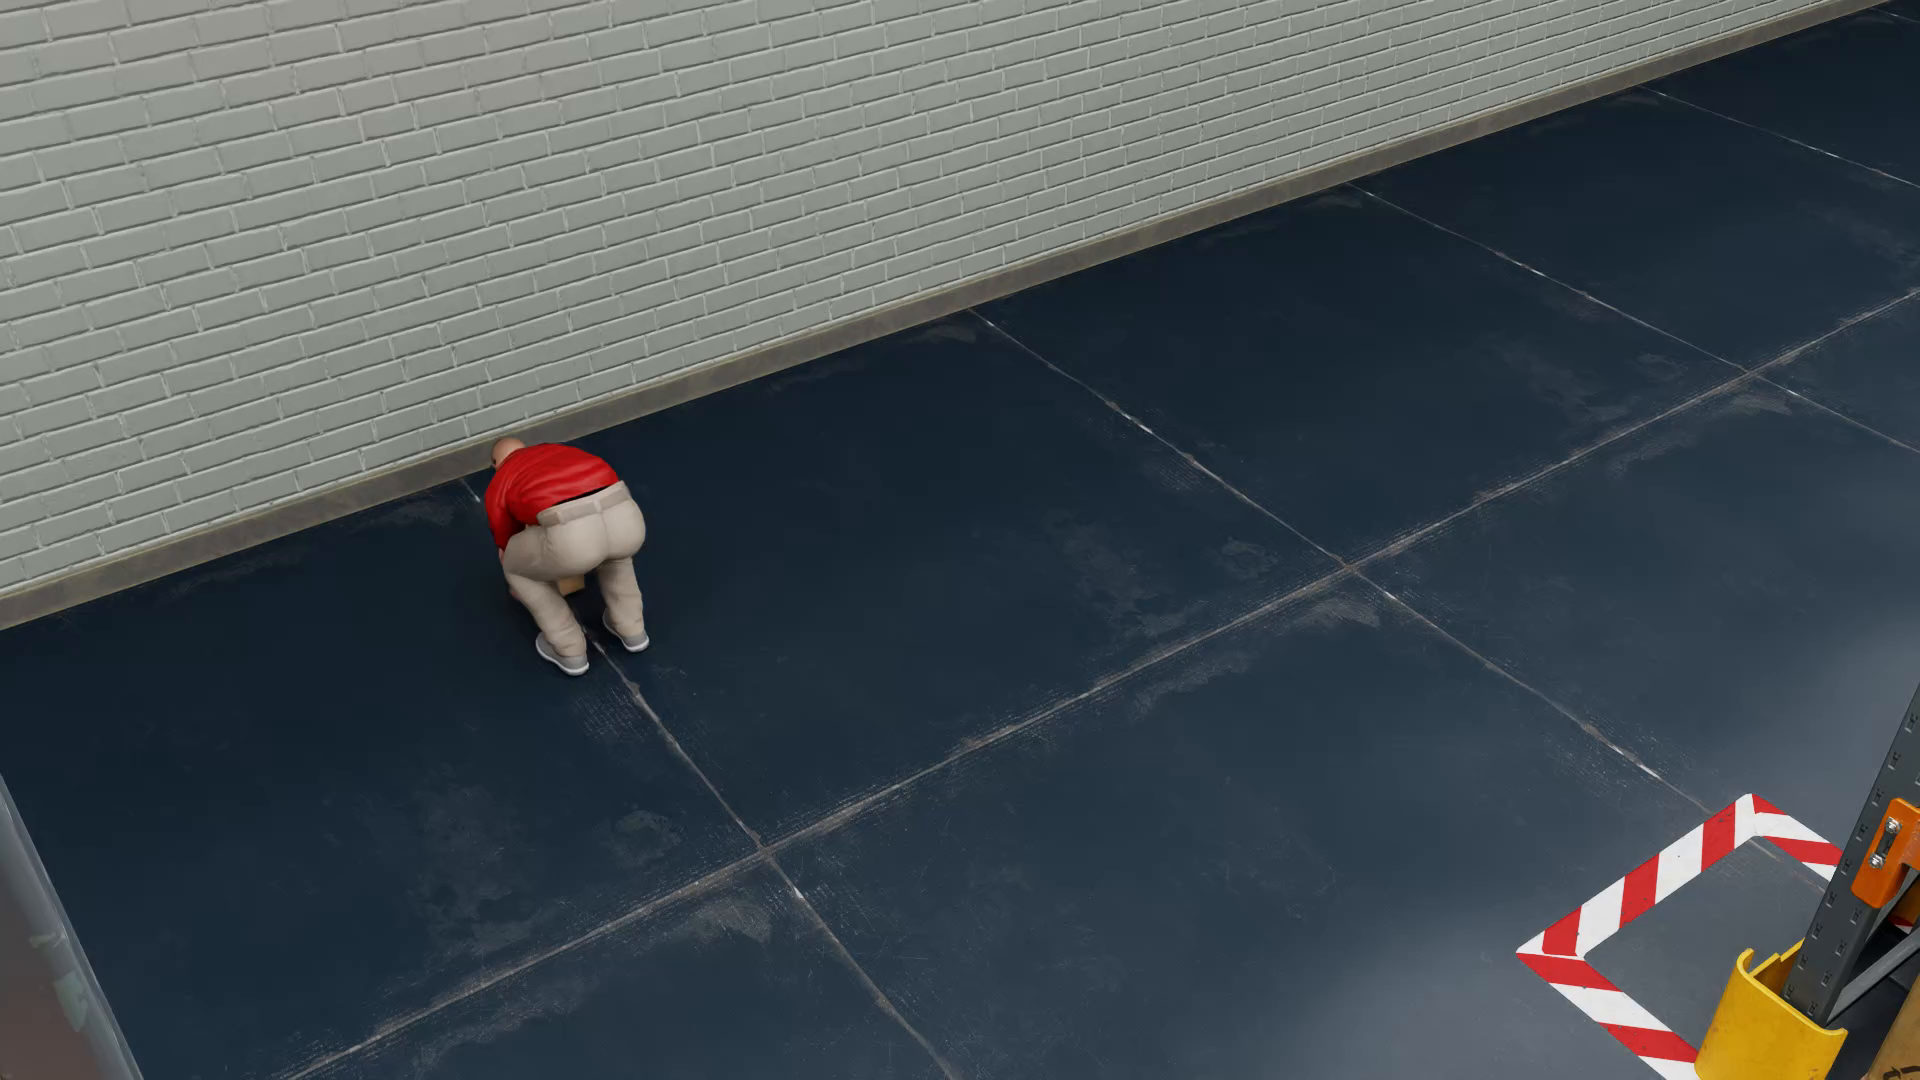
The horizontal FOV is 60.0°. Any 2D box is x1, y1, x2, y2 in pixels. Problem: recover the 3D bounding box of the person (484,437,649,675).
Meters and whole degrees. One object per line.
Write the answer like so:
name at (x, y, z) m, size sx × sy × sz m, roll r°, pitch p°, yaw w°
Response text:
person at (-1.645, 0.016, 6.871) m, size 0.542 × 0.868 × 0.956 m, roll -25°, pitch 43°, yaw -30°
